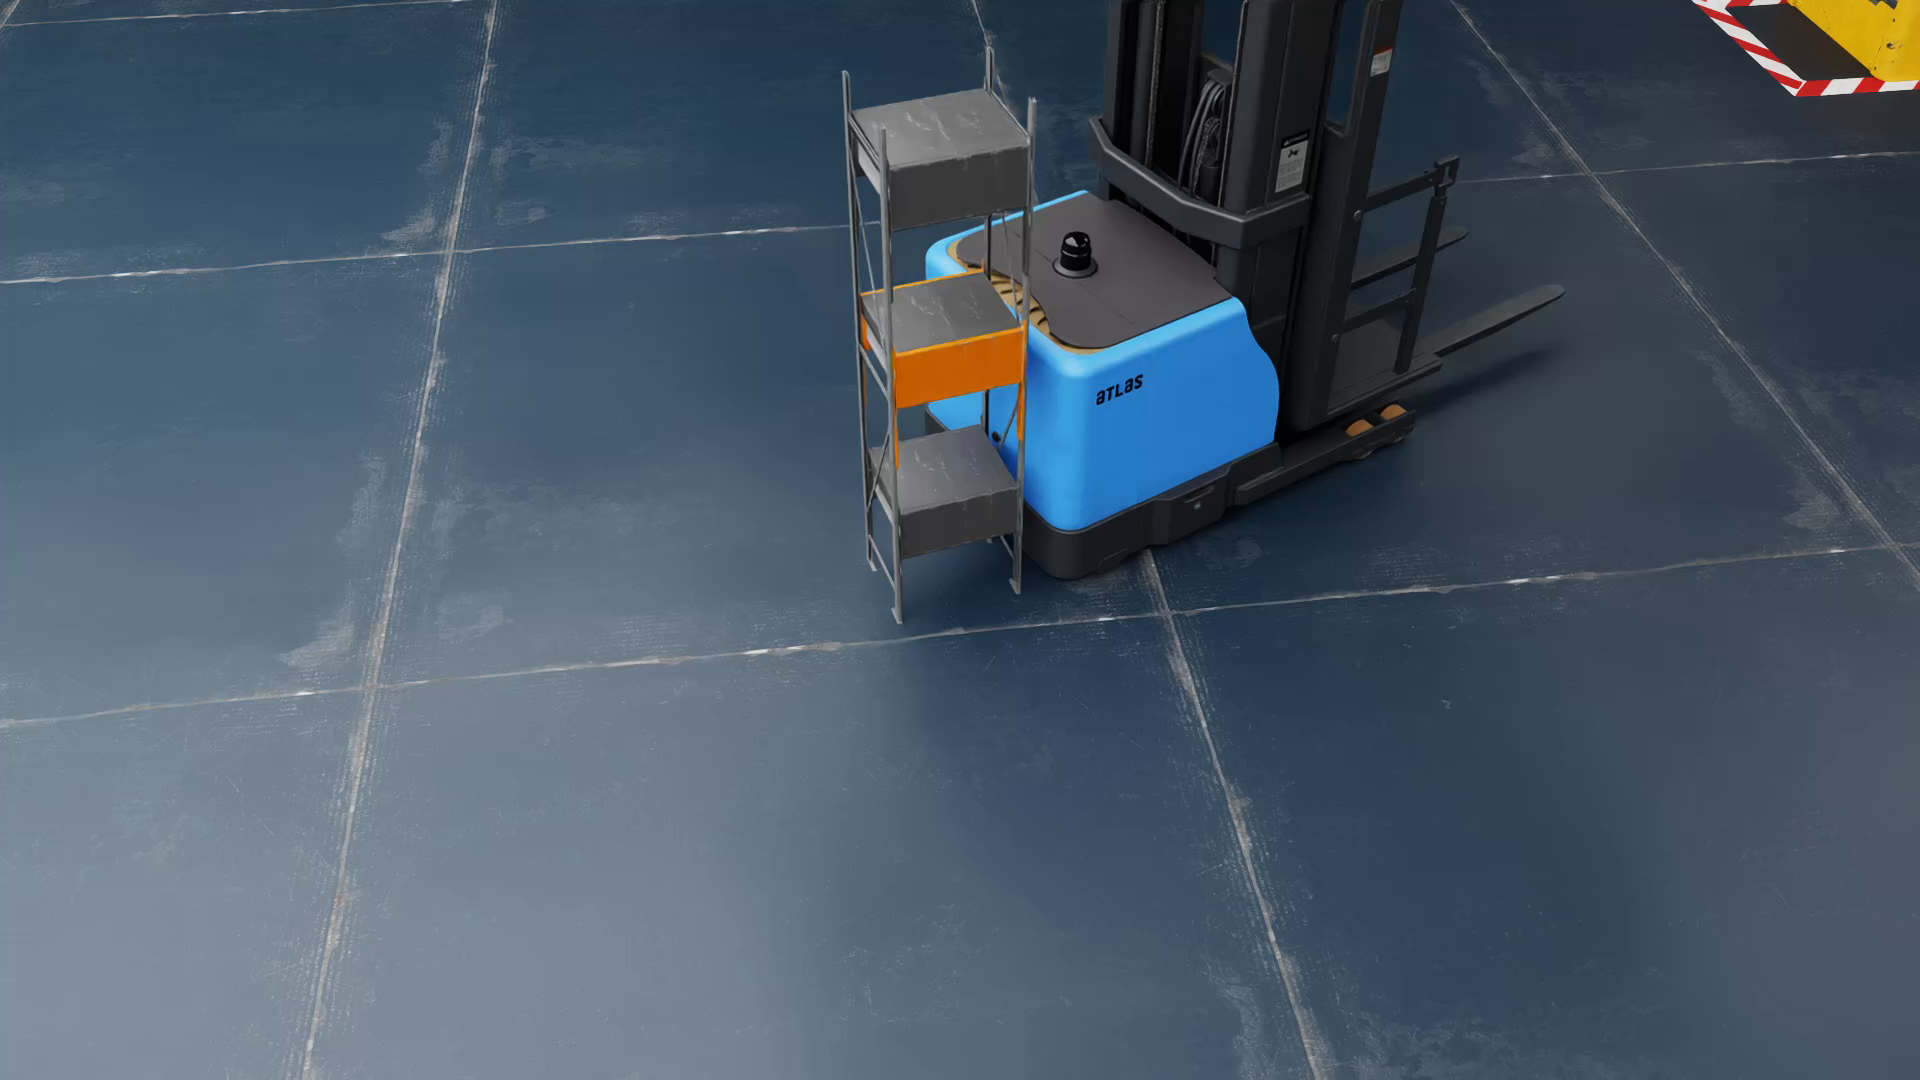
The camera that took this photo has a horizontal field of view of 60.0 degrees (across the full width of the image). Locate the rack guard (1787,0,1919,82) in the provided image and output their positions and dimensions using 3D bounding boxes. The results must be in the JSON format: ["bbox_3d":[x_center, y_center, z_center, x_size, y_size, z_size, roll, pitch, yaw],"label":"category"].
[{"bbox_3d":[5.478,-3.261,9.992,0.348,0.500,1.175,-5,42,-6],"label":"rack guard"}]

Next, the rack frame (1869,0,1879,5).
[{"bbox_3d":[5.501,-4.191,9.157,0.127,3.000,1.000,-5,42,-6],"label":"rack frame"}]

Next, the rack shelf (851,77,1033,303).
[{"bbox_3d":[-0.069,-1.144,5.426,0.480,0.518,0.431,-14,44,-15],"label":"rack shelf"}]

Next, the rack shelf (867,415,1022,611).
[{"bbox_3d":[-0.069,-0.105,6.364,0.480,0.518,0.431,-14,44,-15],"label":"rack shelf"}]

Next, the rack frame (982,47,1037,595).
[{"bbox_3d":[0.160,-0.691,5.948,0.015,2.100,0.400,-14,44,-15],"label":"rack frame"}]

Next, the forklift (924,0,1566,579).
[{"bbox_3d":[1.363,-1.708,6.455,3.031,2.935,1.130,-24,47,-24],"label":"forklift"}]

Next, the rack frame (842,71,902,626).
[{"bbox_3d":[-0.298,-0.579,5.824,0.015,2.100,0.400,-14,44,-15],"label":"rack frame"}]

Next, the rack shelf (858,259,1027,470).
[{"bbox_3d":[-0.069,-0.625,5.895,0.480,0.518,0.431,-14,44,-15],"label":"rack shelf"}]

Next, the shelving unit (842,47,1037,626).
[{"bbox_3d":[-0.069,-0.635,5.886,0.503,2.100,0.431,-14,44,-15],"label":"shelving unit"}]
